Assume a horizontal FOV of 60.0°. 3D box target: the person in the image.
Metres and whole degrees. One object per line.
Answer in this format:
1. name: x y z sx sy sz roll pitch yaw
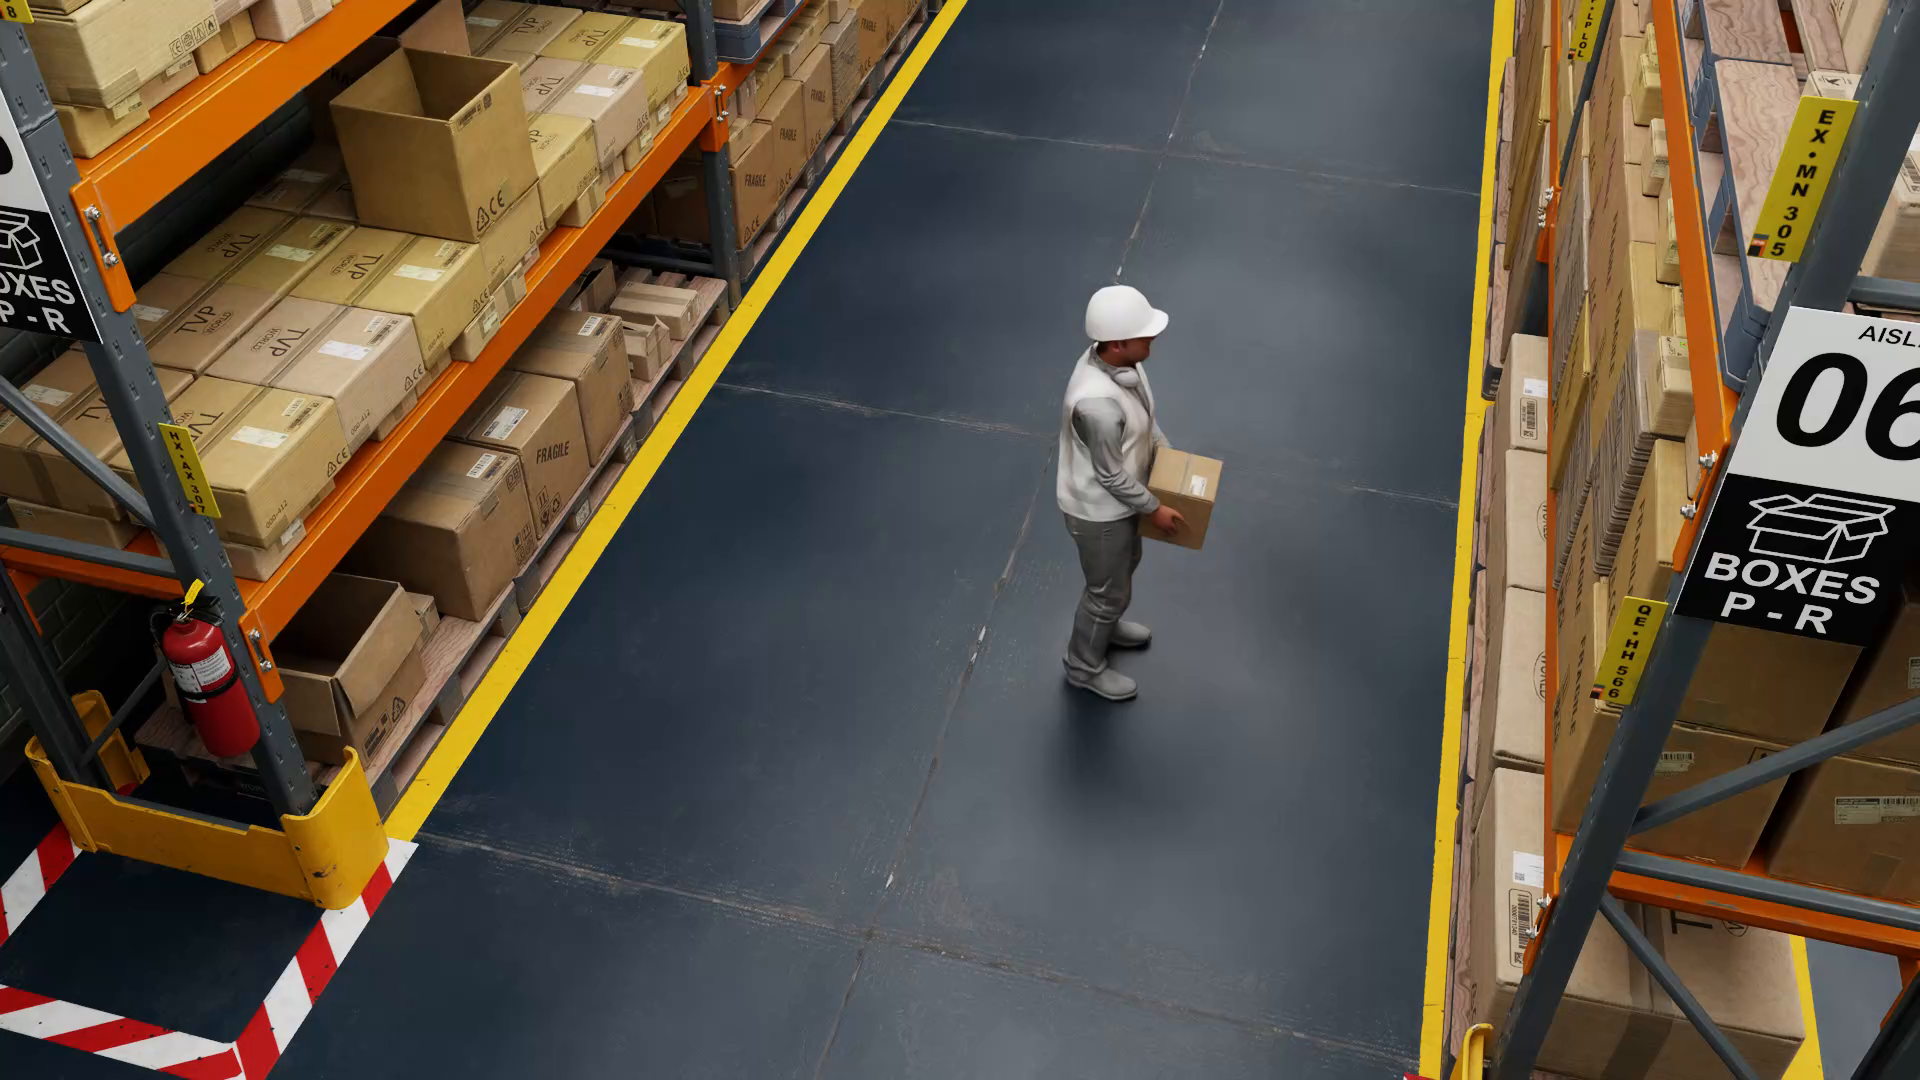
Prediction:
1. person: 0.575 -0.192 6.357 0.435 1.775 0.561 9 42 10
